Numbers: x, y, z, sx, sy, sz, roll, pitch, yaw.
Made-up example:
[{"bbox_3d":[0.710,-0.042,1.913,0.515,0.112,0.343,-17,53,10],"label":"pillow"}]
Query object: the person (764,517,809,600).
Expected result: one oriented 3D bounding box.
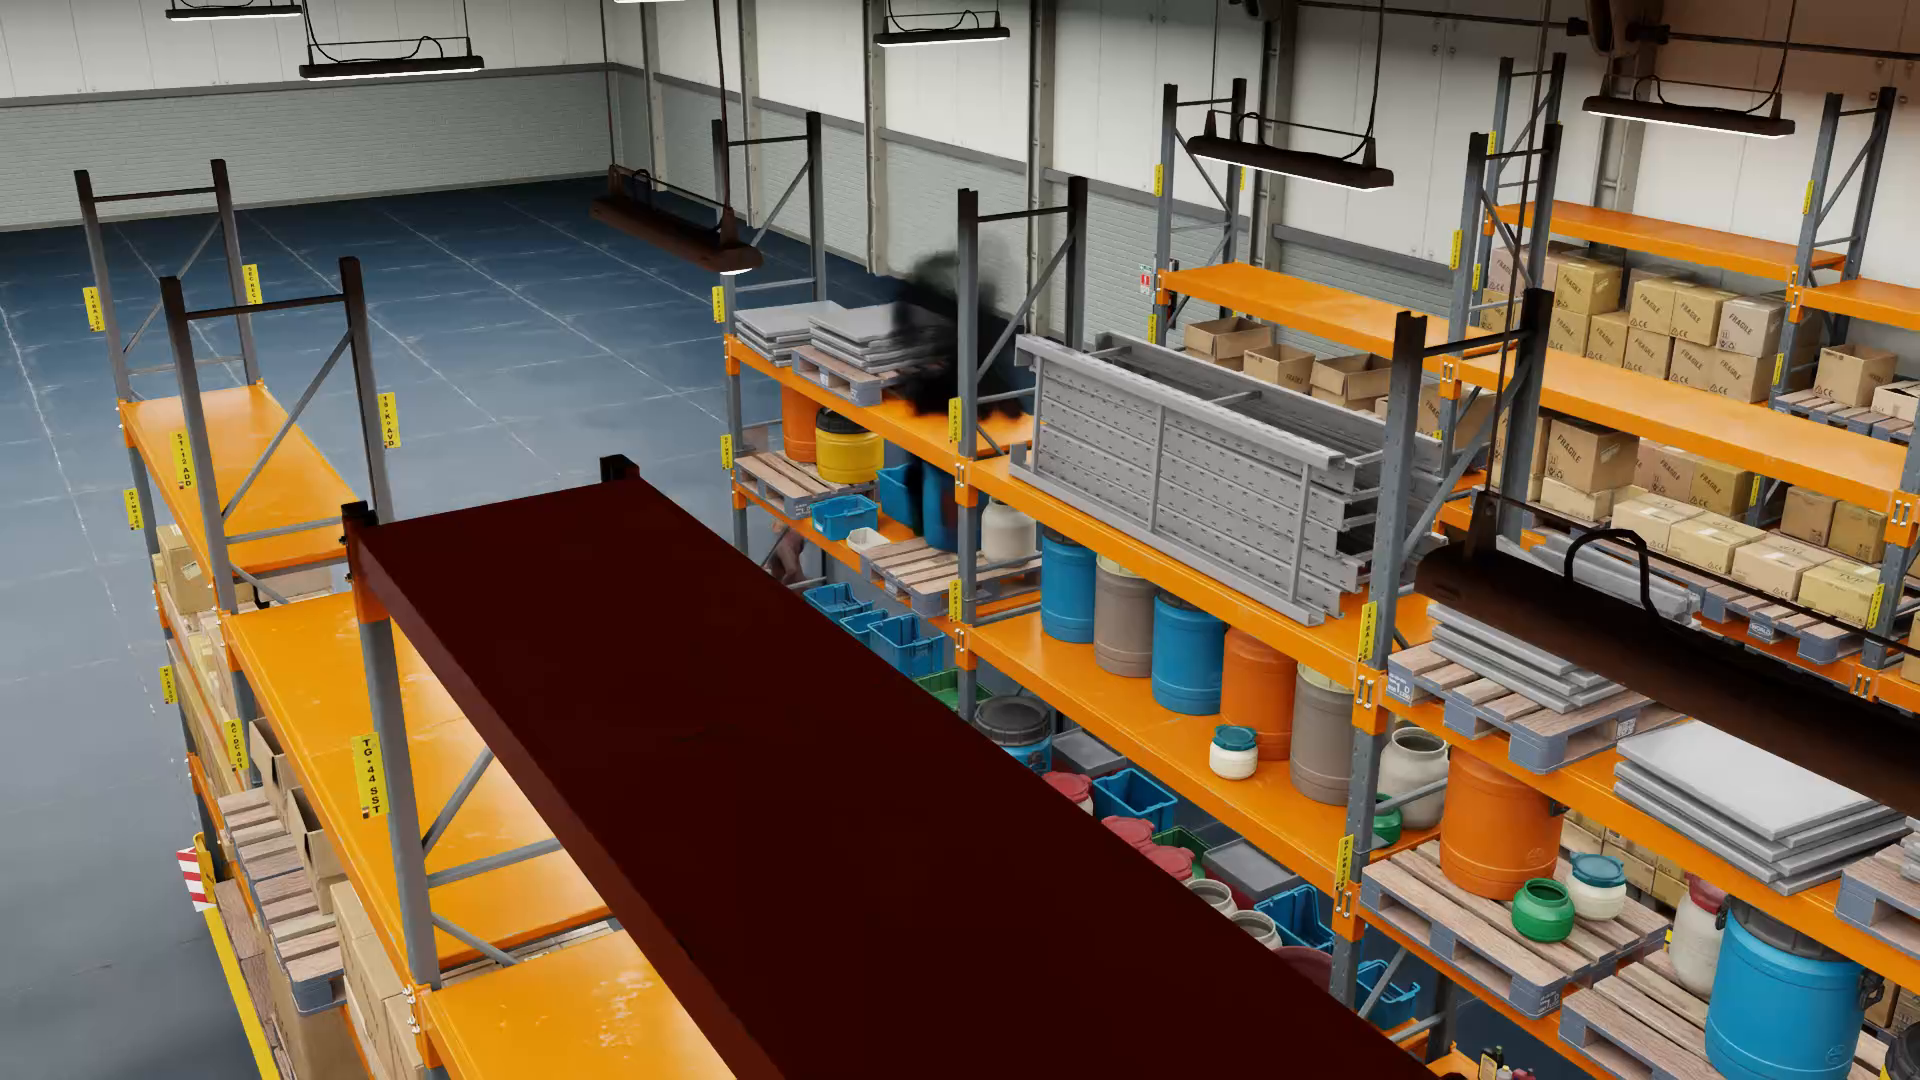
[{"bbox_3d":[-1.837,0.532,17.667,0.930,1.795,0.770,6,23,15],"label":"person"}]
